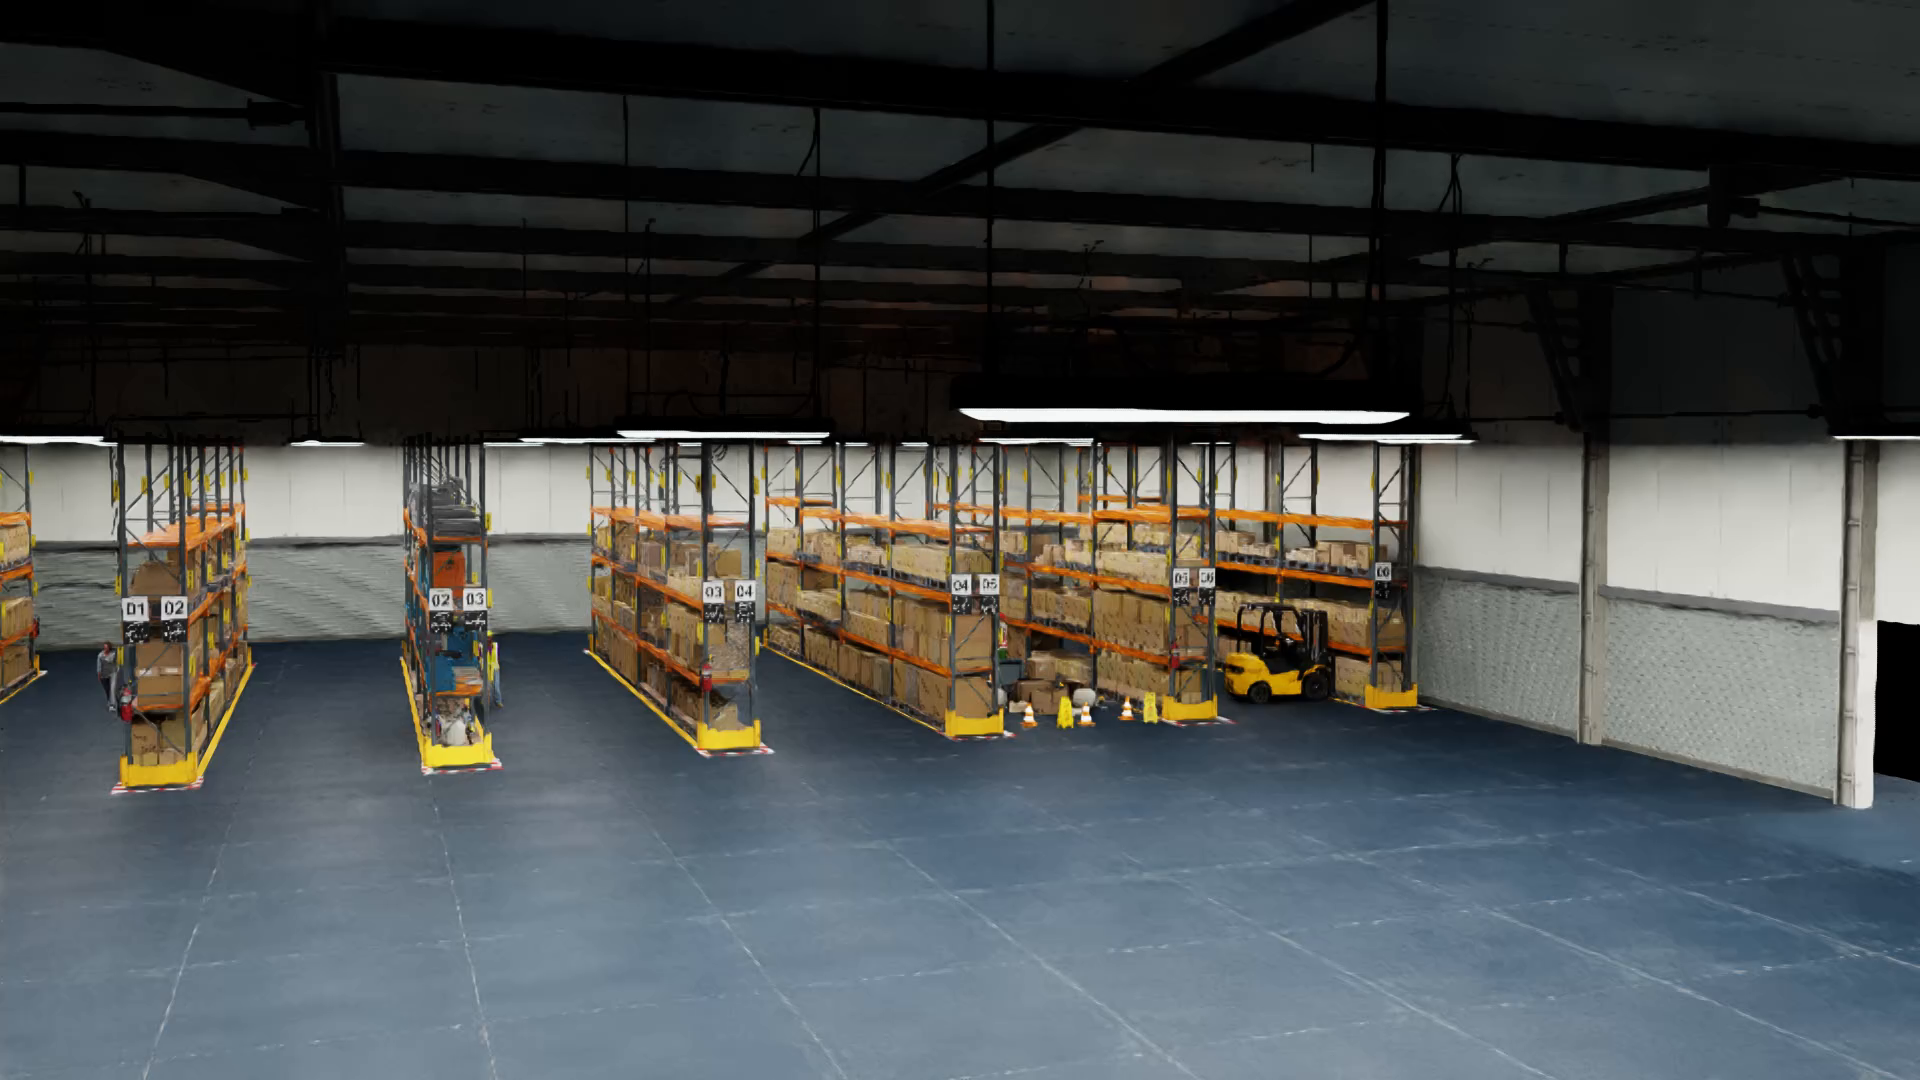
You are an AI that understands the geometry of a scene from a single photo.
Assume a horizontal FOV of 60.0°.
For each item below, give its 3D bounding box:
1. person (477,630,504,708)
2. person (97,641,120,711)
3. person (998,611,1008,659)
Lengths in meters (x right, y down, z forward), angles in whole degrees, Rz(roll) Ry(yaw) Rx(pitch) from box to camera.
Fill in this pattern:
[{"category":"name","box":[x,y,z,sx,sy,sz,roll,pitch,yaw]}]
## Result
[{"category":"person","box":[-10.379,2.831,36.609,0.571,1.706,1.033,-2,4,-28]},{"category":"person","box":[-18.586,2.939,36.269,0.417,1.517,1.037,-1,3,-18]},{"category":"person","box":[0.938,2.604,39.916,0.547,1.785,0.646,0,3,8]}]
